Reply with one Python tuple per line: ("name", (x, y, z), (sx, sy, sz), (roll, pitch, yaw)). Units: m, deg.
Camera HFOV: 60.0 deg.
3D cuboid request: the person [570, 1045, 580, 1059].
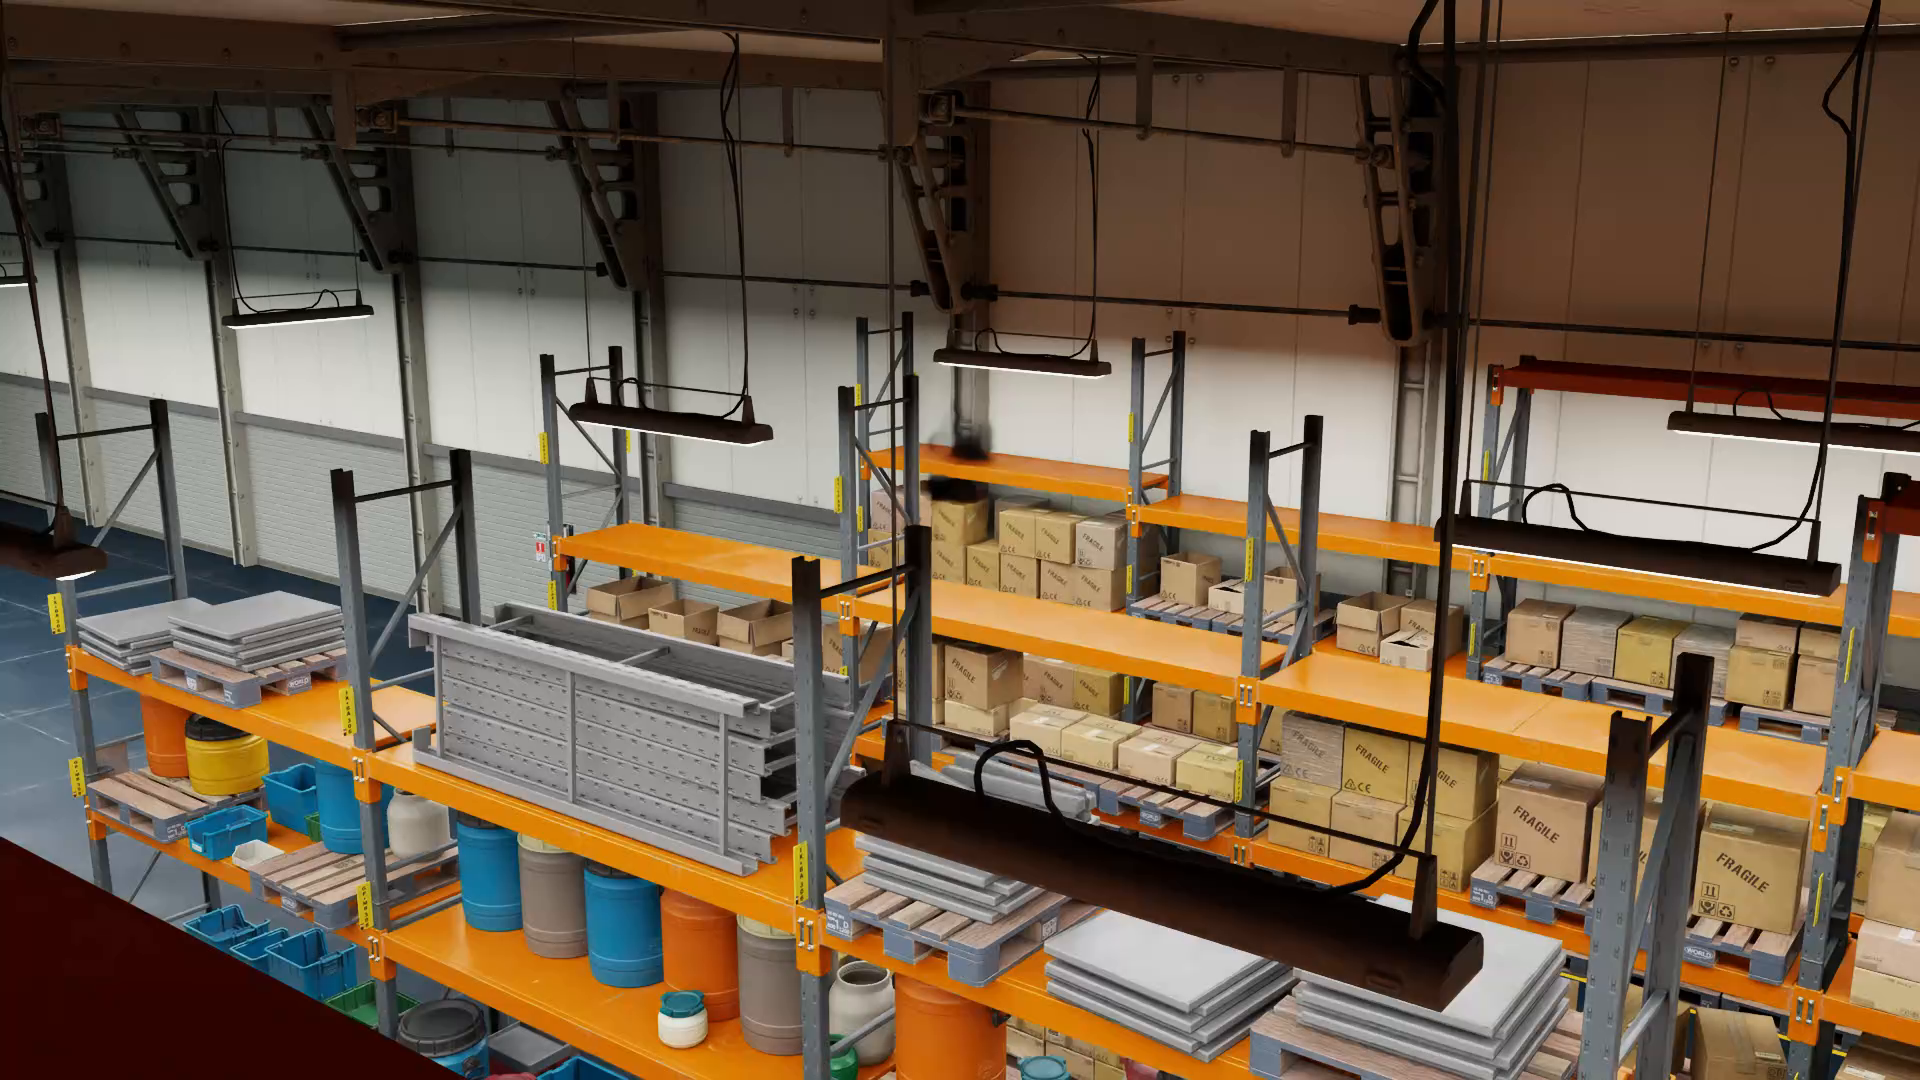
("person", (-3.248, 4.047, 13.981), (0.837, 1.724, 0.667), (8, 15, 32))
